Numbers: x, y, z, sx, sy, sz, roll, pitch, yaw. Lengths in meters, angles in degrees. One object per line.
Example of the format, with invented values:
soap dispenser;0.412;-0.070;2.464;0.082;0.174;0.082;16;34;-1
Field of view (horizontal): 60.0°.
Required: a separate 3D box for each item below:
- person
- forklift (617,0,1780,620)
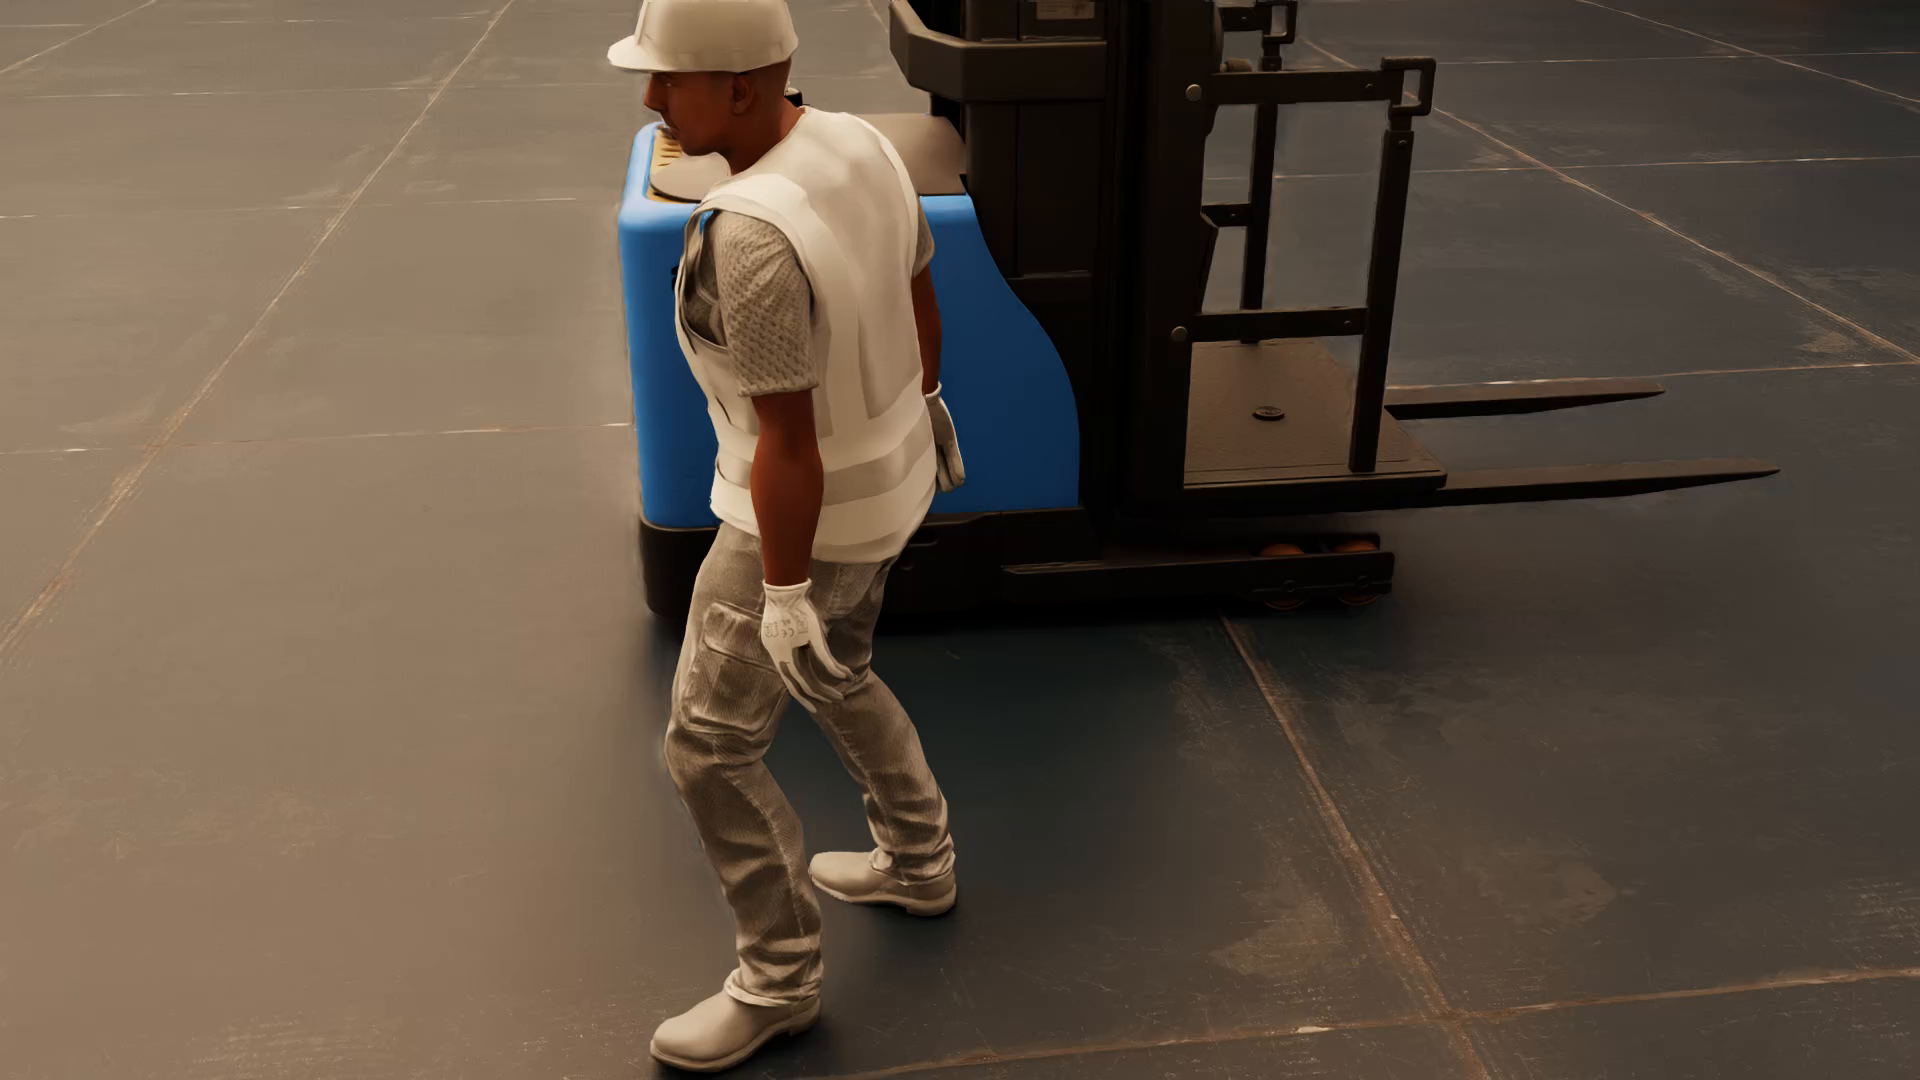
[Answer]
person;-0.261;-0.055;2.736;0.454;1.746;0.882;7;27;14
forklift;0.671;-1.367;4.067;3.031;2.935;1.130;-3;26;-7
